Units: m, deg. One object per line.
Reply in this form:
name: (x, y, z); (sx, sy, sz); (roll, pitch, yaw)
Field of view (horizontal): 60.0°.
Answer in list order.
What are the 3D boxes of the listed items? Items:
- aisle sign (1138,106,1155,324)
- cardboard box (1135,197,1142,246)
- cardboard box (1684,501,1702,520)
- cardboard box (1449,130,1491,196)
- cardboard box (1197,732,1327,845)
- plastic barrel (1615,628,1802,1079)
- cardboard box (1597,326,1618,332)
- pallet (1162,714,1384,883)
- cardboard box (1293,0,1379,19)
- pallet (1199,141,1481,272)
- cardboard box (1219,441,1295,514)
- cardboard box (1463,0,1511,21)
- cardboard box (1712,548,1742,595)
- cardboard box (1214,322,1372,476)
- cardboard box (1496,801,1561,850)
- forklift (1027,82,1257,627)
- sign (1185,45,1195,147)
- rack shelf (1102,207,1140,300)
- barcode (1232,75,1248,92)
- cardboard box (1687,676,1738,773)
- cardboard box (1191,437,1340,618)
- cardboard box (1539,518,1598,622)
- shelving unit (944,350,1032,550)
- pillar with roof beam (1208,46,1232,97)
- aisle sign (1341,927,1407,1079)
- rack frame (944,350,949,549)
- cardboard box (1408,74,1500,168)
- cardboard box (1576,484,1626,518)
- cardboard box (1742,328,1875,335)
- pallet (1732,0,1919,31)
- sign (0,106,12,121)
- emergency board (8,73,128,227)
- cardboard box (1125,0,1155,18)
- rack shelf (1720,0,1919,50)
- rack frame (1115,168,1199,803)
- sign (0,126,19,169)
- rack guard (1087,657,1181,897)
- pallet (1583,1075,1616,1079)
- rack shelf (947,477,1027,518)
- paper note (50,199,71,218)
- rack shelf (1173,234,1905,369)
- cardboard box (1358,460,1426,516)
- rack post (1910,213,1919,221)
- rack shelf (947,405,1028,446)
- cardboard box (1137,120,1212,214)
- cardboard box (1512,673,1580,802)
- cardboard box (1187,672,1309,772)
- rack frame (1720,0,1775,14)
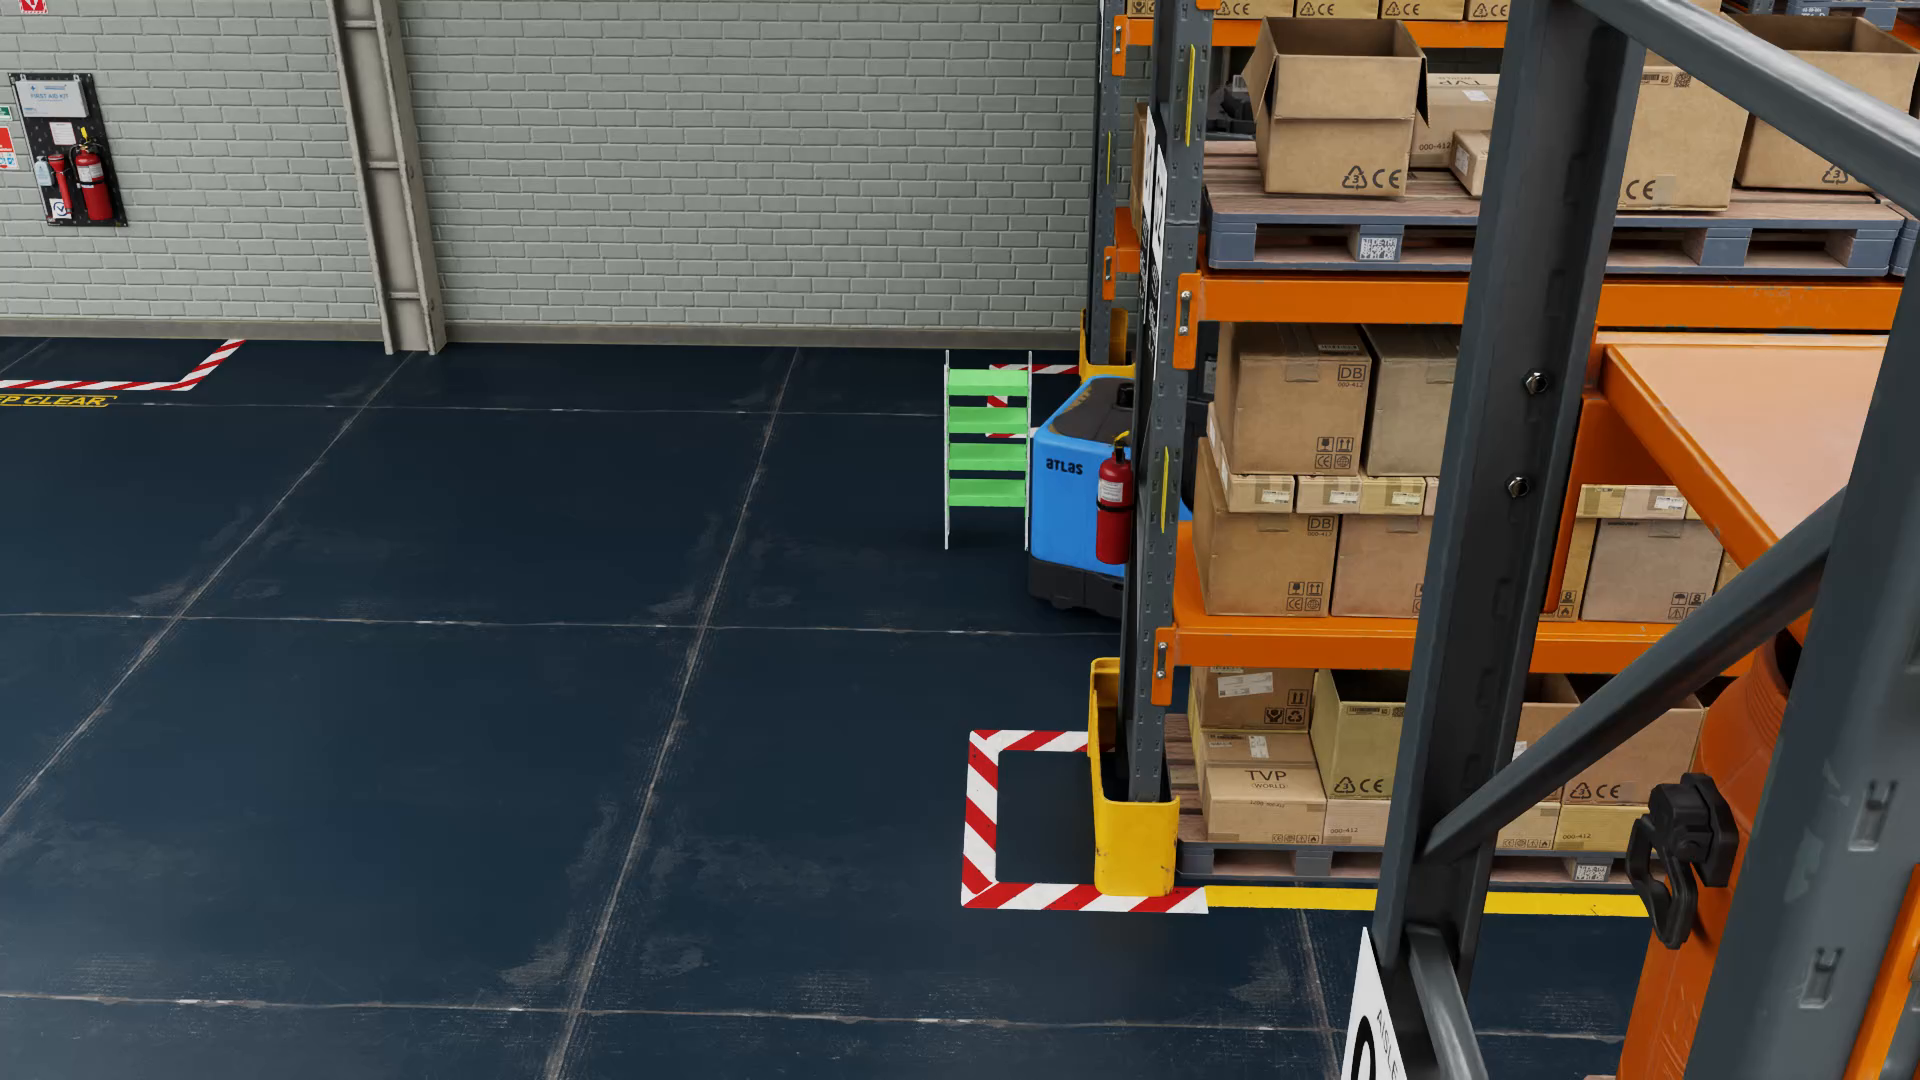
aisle sign: (0.758, -1.322, 6.765); (0.004, 0.787, 0.394); (1, 28, 2)
cardboard box: (1.461, -2.139, 11.222); (0.500, 0.250, 0.500); (0, 28, 0)
cardboard box: (2.997, -0.228, 6.678); (0.250, 0.149, 0.380); (2, 28, 3)
cardboard box: (1.983, -1.394, 6.145); (0.250, 0.149, 0.380); (1, 28, 2)
cardboard box: (1.341, 1.108, 7.445); (0.500, 0.250, 0.500); (1, 28, 2)
plastic barrel: (1.125, 0.532, 1.934); (0.708, 0.830, 0.600); (1, 28, 2)
cardboard box: (2.362, -0.623, 6.731); (0.500, 0.500, 0.700); (1, 28, 2)
pallet: (1.579, 1.190, 7.779); (1.213, 0.211, 1.003); (1, 28, 2)
cardboard box: (2.364, -3.577, 10.464); (0.500, 0.500, 0.500); (2, 28, 4)
pallet: (1.519, -1.297, 6.386); (1.213, 0.211, 1.003); (1, 28, 2)
cardboard box: (1.198, -0.258, 6.735); (0.250, 0.149, 0.380); (1, 28, 1)
cardboard box: (3.408, -3.564, 10.440); (0.500, 0.500, 0.500); (0, 28, 0)
cardboard box: (3.339, -0.033, 7.003); (0.500, 0.500, 0.700); (1, 28, 3)
cardboard box: (1.332, -0.637, 6.758); (0.500, 0.500, 0.700); (1, 28, 2)
cardboard box: (2.341, 1.123, 7.417); (0.500, 0.250, 0.500); (1, 28, 2)
forklift: (1.950, -0.855, 8.734); (3.031, 2.935, 1.130); (12, 30, 21)
sign: (0.788, -1.521, 5.697); (0.005, 0.325, 0.100); (1, 28, 2)
rack shelf: (2.983, -2.002, 11.593); (4.000, 0.370, 1.077); (1, 28, 2)
barcode: (1.132, -1.837, 6.691); (0.075, 0.075, 0.001); (1, 28, 2)
cardboard box: (3.341, 0.804, 7.217); (0.500, 0.500, 0.500); (1, 28, 2)
cardboard box: (1.279, -0.065, 7.063); (0.500, 0.500, 0.700); (1, 28, 2)
cardboard box: (2.300, -0.048, 7.031); (0.500, 0.500, 0.700); (1, 28, 2)
shelving unit: (0.165, -0.527, 9.964); (0.503, 1.200, 0.258); (1, 28, 2)
pillar with roof beam: (1.563, -3.382, 7.022); (0.400, 9.000, 9.100); (1, 28, 2)
aisle sign: (0.573, 0.995, 2.395); (0.004, 0.787, 0.394); (1, 28, 2)
rack frame: (-0.078, -0.531, 9.971); (0.015, 1.200, 0.240); (1, 28, 2)
cardboard box: (1.973, -1.645, 6.511); (0.500, 0.250, 0.500); (1, 28, 2)
cardboard box: (2.485, -0.238, 6.696); (0.250, 0.149, 0.380); (1, 28, 1)
cardboard box: (3.362, -0.607, 6.700); (0.500, 0.500, 0.700); (1, 28, 2)
pallet: (5.595, -3.469, 10.590); (1.003, 0.211, 1.213); (1, 28, 2)
sign: (-7.295, -3.208, 12.494); (0.331, 0.109, 0.001); (1, 28, 2)
emergency board: (-6.750, -2.905, 12.527); (0.643, 1.169, 0.194); (1, 28, 2)
cardboard box: (1.310, -3.609, 10.525); (0.500, 0.500, 0.500); (2, 28, 3)
rack shelf: (6.981, -3.262, 10.766); (4.000, 0.370, 1.077); (1, 28, 2)
rack frame: (0.813, -0.035, 7.113); (0.127, 3.000, 1.000); (1, 28, 2)
sign: (-7.299, -2.978, 12.626); (0.234, 0.329, 0.001); (1, 28, 2)
rack guard: (0.789, 1.069, 7.699); (0.348, 0.500, 1.175); (1, 28, 2)
pallet: (1.458, 1.102, 1.968); (1.213, 0.211, 1.003); (1, 28, 2)
rack shelf: (0.165, -0.259, 10.106); (0.480, 0.148, 0.258); (1, 28, 2)
paper note: (-6.925, -2.551, 12.799); (0.142, 0.148, 0.016); (1, 28, 2)
rack shelf: (2.812, -1.009, 6.516); (4.000, 0.370, 1.077); (1, 28, 2)
cardboard box: (1.711, -0.250, 6.720); (0.250, 0.149, 0.380); (1, 28, 2)
rack post: (1.386, -0.074, 1.315); (0.954, 0.300, 0.937); (4, 28, 7)
rack shelf: (0.165, -0.683, 9.881); (0.480, 0.148, 0.258); (1, 28, 2)
cardboard box: (1.451, -2.479, 11.061); (0.500, 0.500, 0.500); (1, 28, 2)
cardboard box: (2.341, 0.786, 7.251); (0.500, 0.500, 0.500); (1, 28, 2)
cardboard box: (1.360, 0.865, 7.902); (0.500, 0.250, 0.500); (1, 28, 2)
rack frame: (4.982, -2.287, 11.362); (0.127, 3.000, 1.000); (1, 28, 2)
